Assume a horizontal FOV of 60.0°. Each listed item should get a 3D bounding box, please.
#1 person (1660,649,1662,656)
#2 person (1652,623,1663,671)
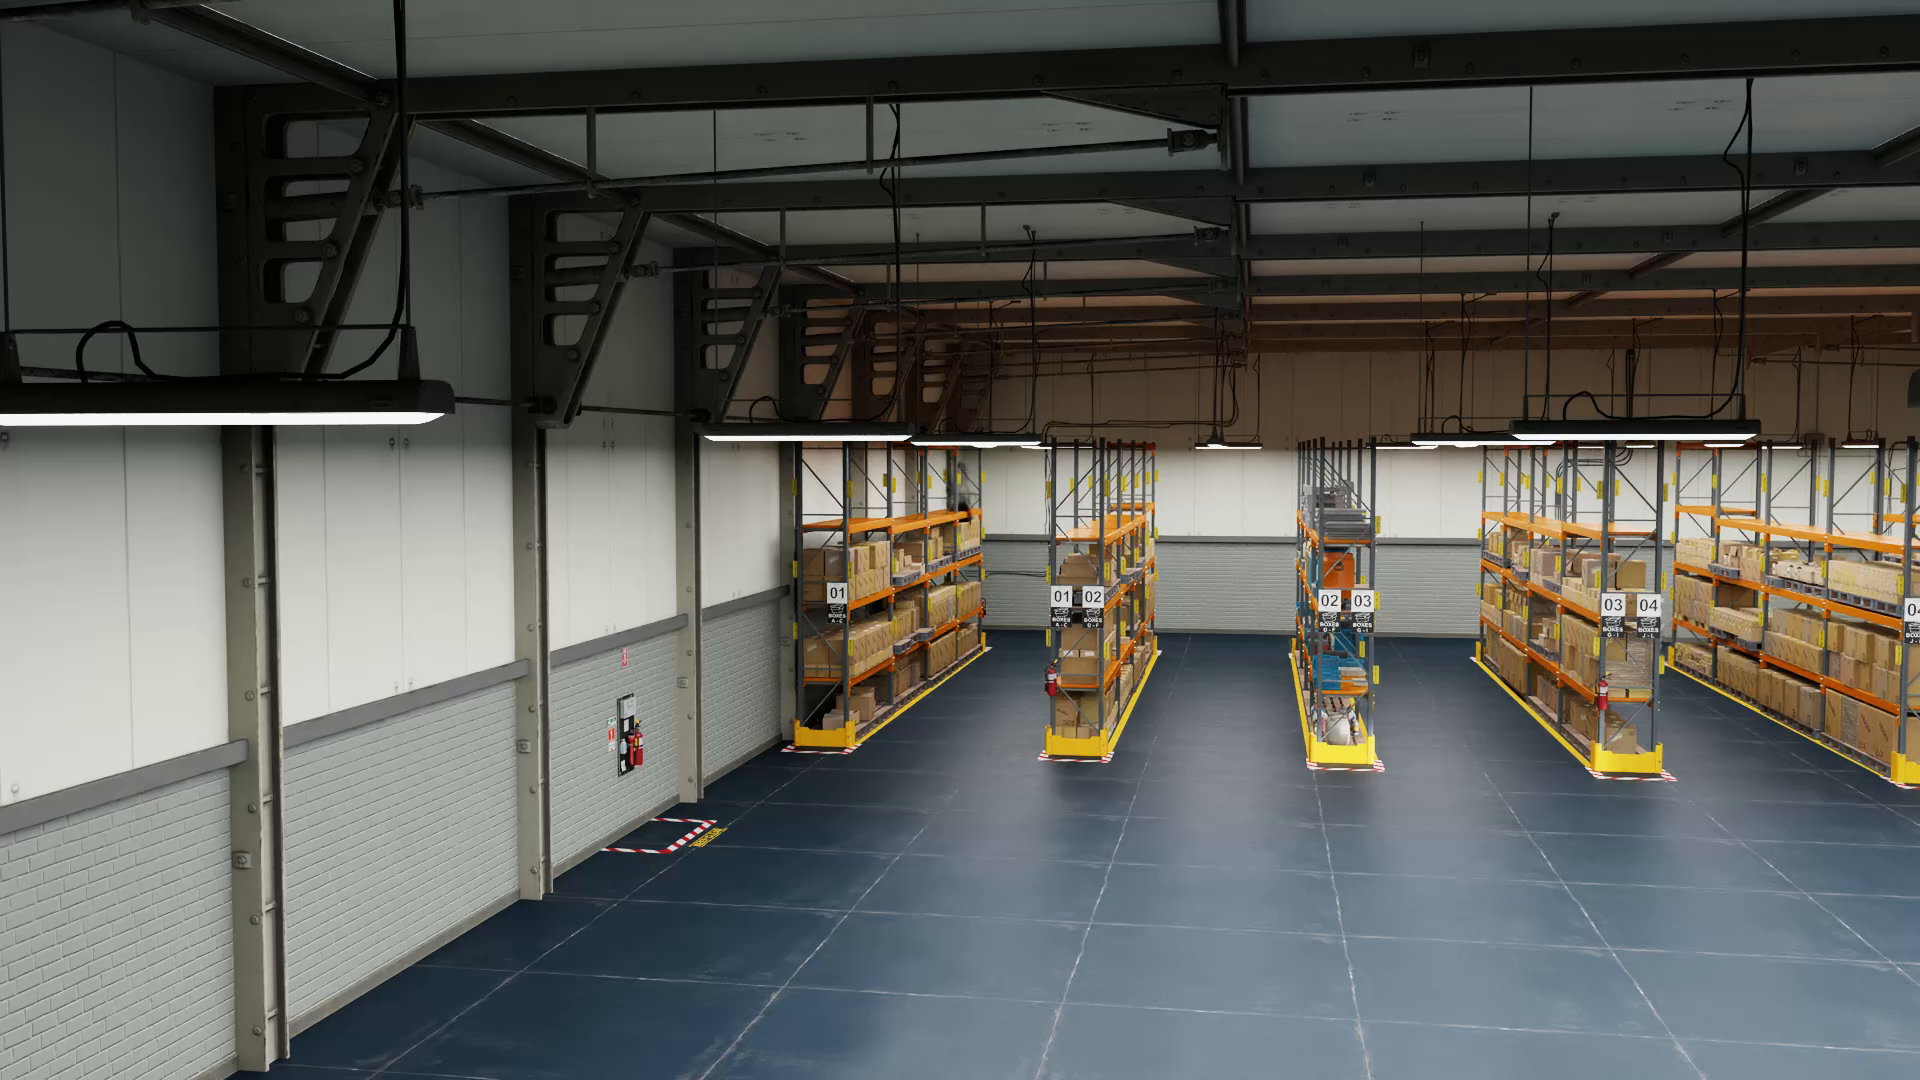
[{"bbox_3d":[18.859,2.438,45.412,0.912,1.786,0.704,-1,3,-18],"label":"person"},{"bbox_3d":[17.520,2.618,42.279,0.667,1.744,0.712,1,3,14],"label":"person"}]
